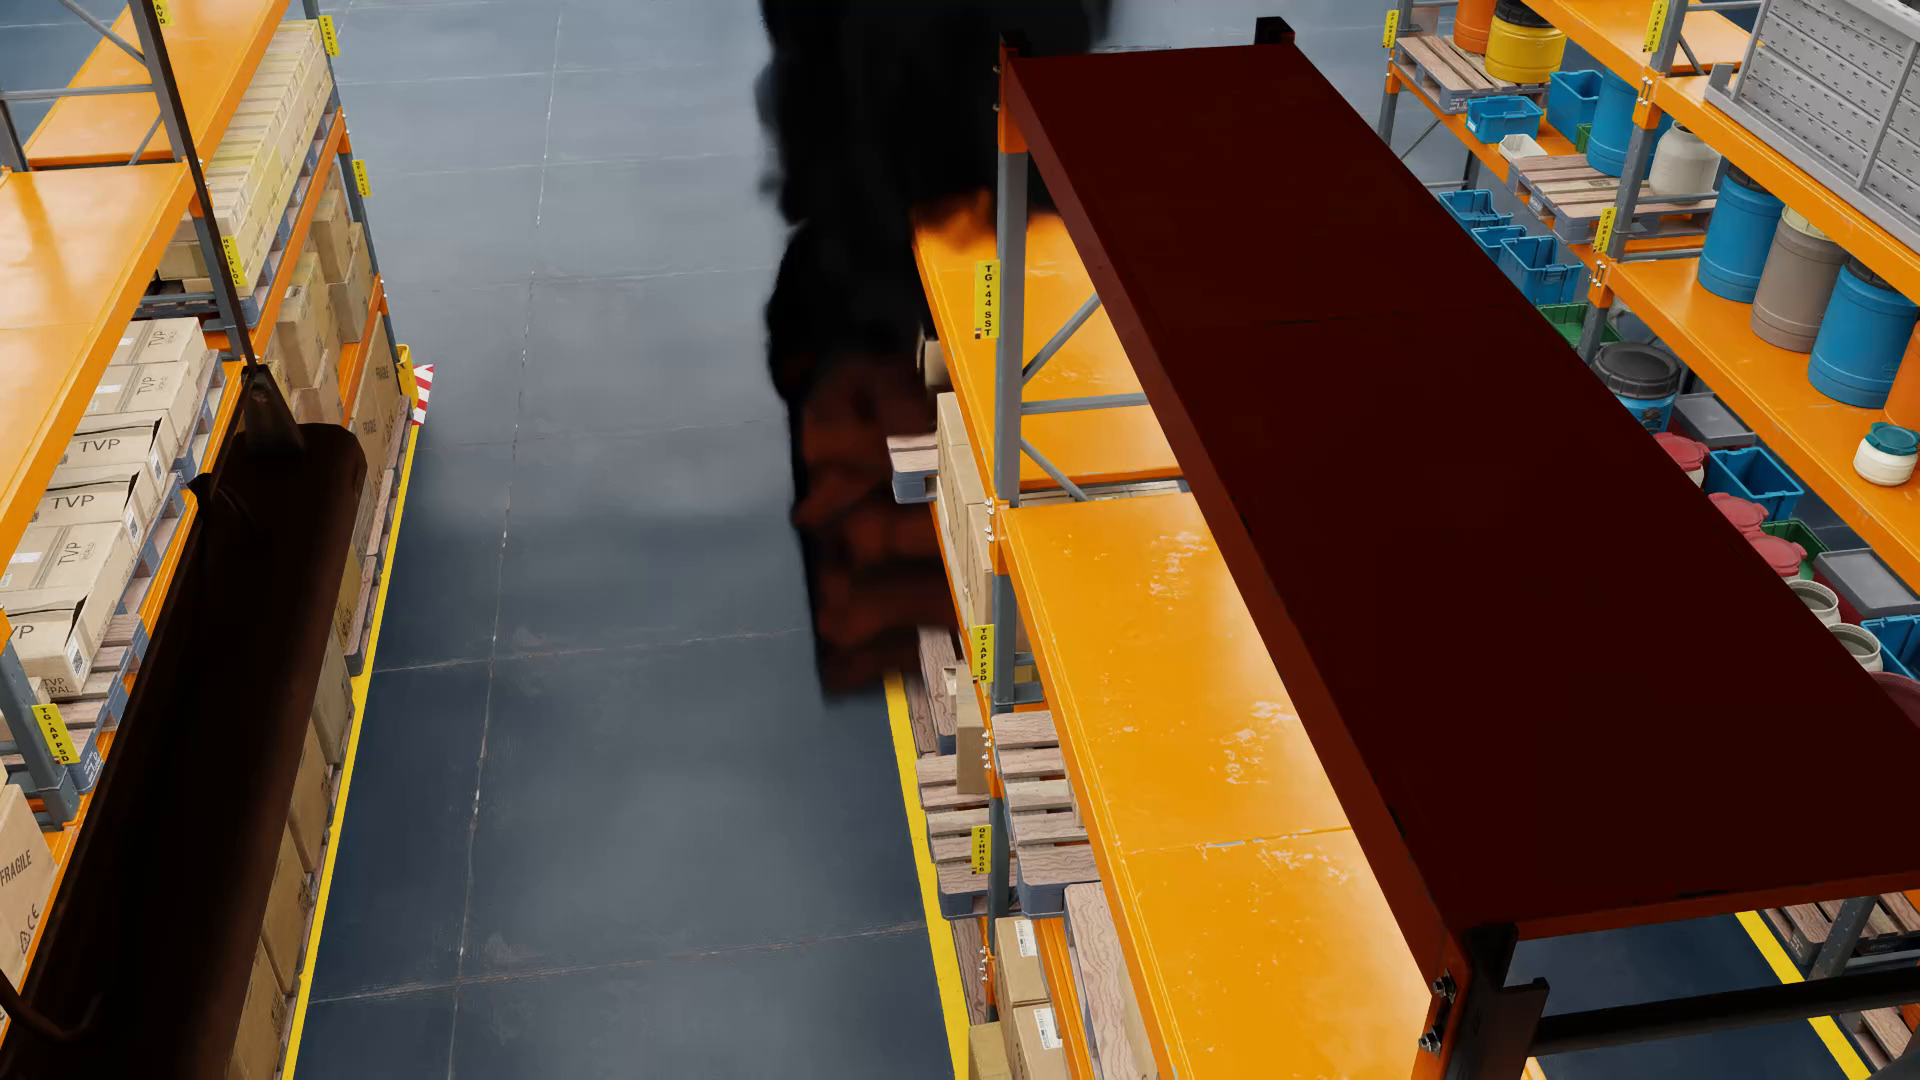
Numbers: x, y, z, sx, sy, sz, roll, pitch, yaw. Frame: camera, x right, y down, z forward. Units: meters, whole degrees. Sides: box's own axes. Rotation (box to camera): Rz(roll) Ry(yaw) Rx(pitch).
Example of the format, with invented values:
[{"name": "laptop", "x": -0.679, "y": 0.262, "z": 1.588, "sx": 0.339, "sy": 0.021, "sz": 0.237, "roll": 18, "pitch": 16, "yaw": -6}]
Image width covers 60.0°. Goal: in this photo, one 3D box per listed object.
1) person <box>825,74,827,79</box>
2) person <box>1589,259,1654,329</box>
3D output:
[{"name": "person", "x": -1.141, "y": -4.706, "z": 18.340, "sx": 0.836, "sy": 1.812, "sz": 0.647, "roll": 10, "pitch": 38, "yaw": 13}, {"name": "person", "x": 5.879, "y": -2.064, "z": 14.897, "sx": 0.520, "sy": 1.584, "sz": 0.855, "roll": -8, "pitch": 37, "yaw": -11}]
